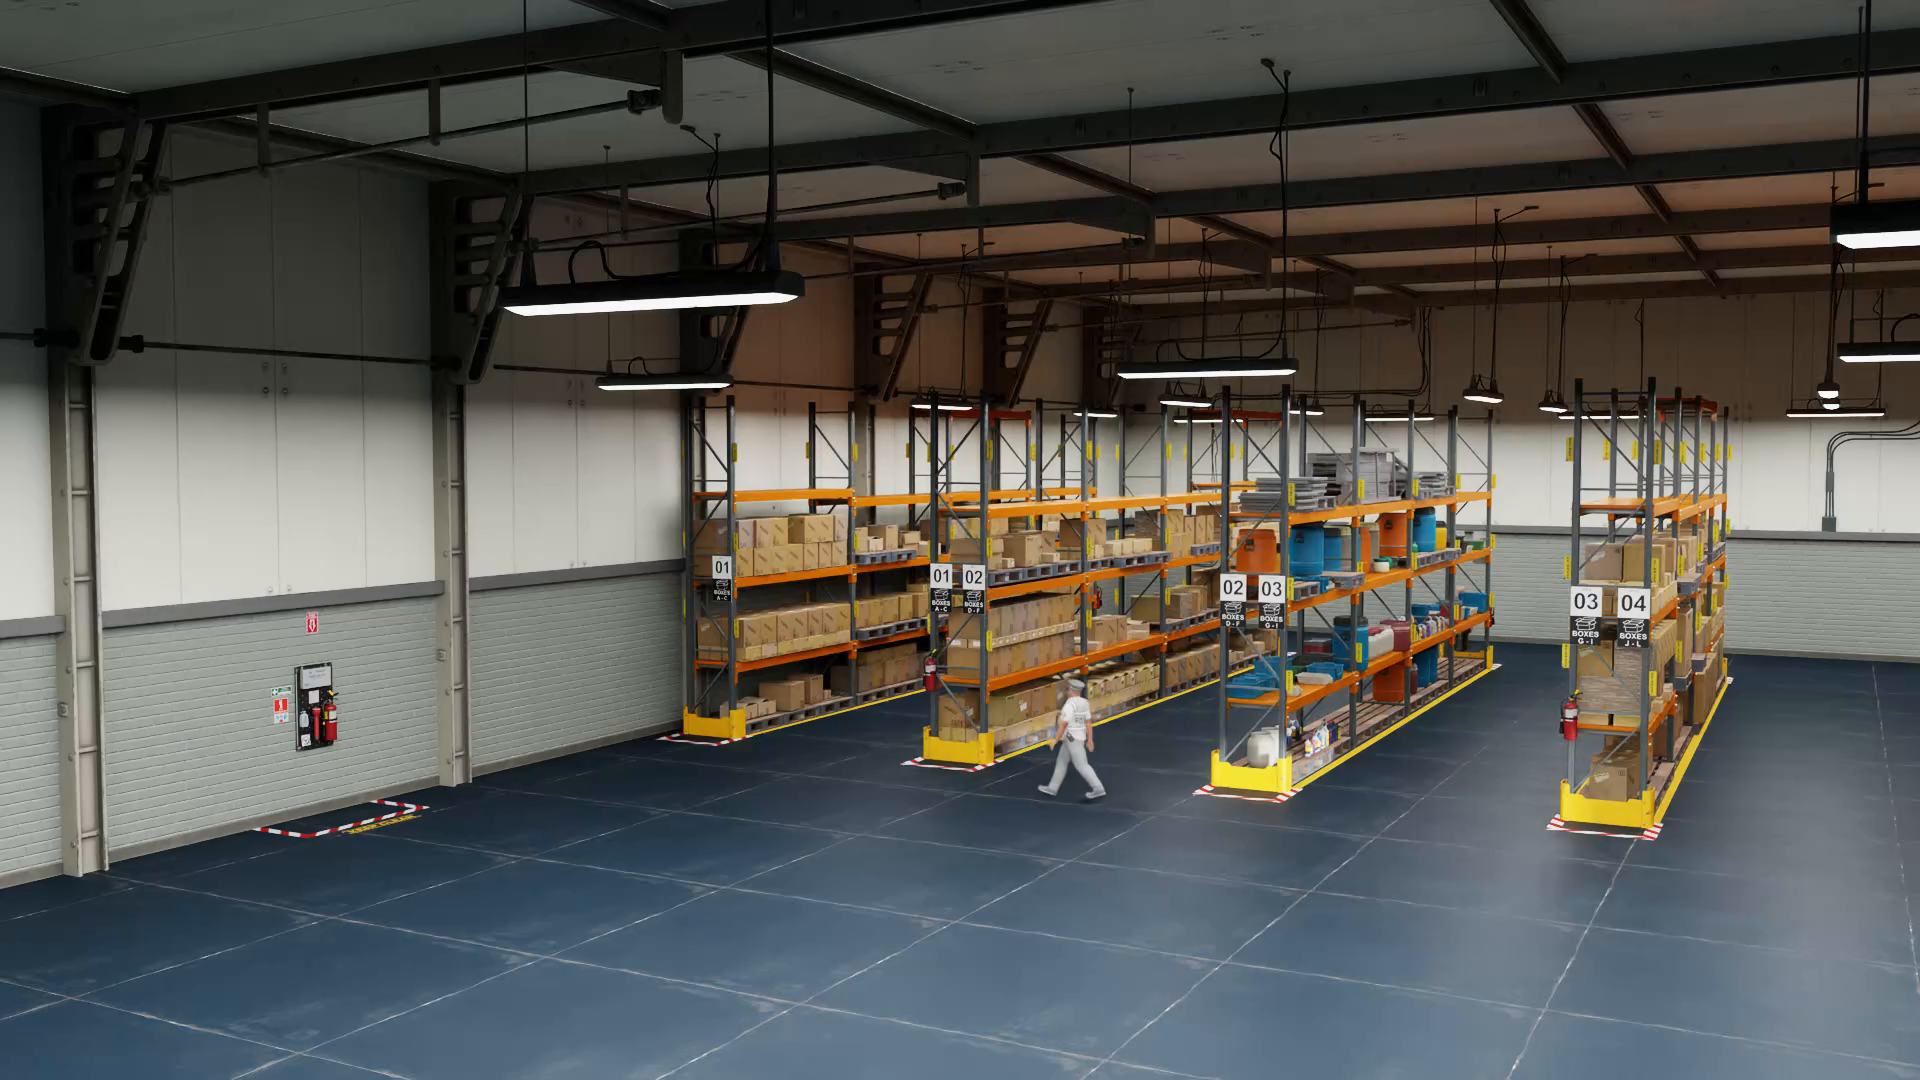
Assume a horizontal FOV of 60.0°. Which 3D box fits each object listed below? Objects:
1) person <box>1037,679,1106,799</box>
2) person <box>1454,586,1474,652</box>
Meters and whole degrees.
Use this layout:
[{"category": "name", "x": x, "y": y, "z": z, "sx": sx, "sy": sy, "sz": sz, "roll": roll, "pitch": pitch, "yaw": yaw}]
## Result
[{"category": "person", "x": 1.602, "y": 2.869, "z": 24.003, "sx": 1.034, "sy": 1.721, "sz": 0.534, "roll": 1, "pitch": 3, "yaw": 11}, {"category": "person", "x": 12.037, "y": 2.011, "z": 39.916, "sx": 0.648, "sy": 1.796, "sz": 0.570, "roll": 1, "pitch": 3, "yaw": 19}]
